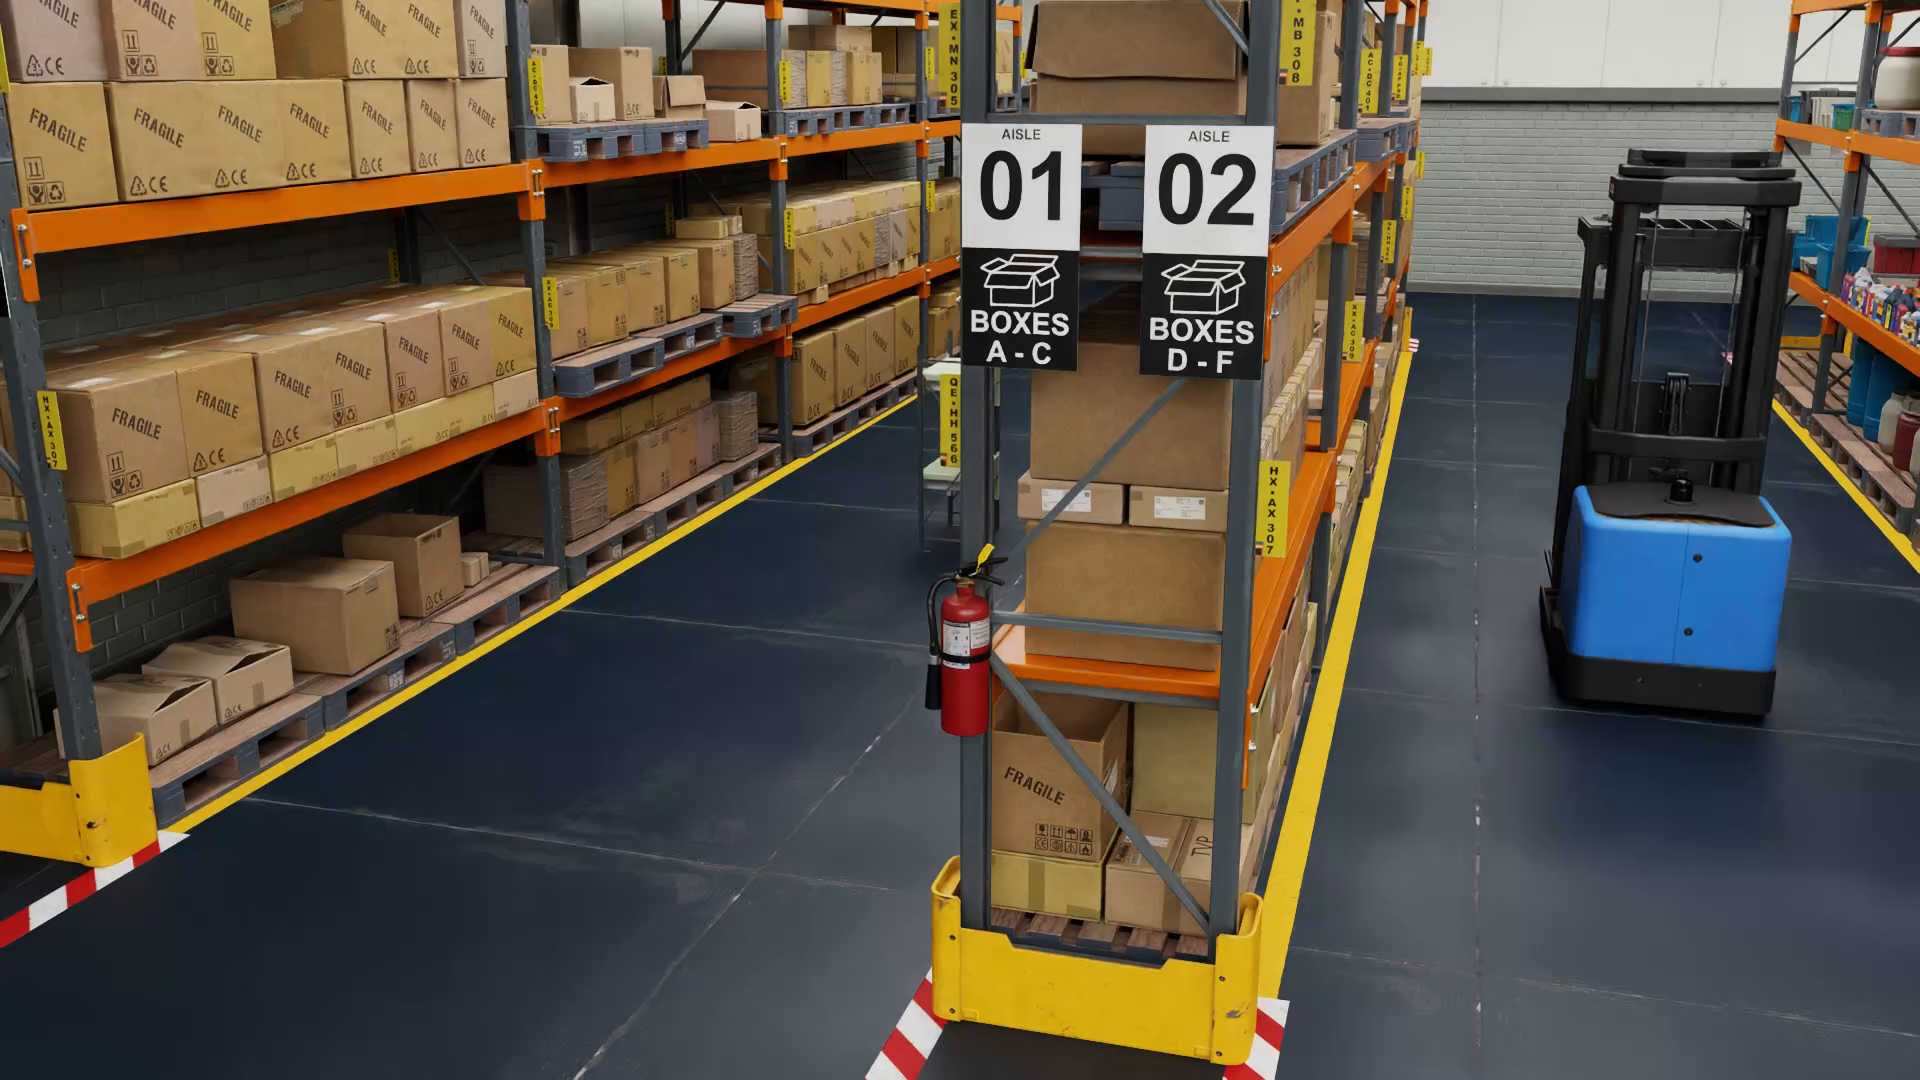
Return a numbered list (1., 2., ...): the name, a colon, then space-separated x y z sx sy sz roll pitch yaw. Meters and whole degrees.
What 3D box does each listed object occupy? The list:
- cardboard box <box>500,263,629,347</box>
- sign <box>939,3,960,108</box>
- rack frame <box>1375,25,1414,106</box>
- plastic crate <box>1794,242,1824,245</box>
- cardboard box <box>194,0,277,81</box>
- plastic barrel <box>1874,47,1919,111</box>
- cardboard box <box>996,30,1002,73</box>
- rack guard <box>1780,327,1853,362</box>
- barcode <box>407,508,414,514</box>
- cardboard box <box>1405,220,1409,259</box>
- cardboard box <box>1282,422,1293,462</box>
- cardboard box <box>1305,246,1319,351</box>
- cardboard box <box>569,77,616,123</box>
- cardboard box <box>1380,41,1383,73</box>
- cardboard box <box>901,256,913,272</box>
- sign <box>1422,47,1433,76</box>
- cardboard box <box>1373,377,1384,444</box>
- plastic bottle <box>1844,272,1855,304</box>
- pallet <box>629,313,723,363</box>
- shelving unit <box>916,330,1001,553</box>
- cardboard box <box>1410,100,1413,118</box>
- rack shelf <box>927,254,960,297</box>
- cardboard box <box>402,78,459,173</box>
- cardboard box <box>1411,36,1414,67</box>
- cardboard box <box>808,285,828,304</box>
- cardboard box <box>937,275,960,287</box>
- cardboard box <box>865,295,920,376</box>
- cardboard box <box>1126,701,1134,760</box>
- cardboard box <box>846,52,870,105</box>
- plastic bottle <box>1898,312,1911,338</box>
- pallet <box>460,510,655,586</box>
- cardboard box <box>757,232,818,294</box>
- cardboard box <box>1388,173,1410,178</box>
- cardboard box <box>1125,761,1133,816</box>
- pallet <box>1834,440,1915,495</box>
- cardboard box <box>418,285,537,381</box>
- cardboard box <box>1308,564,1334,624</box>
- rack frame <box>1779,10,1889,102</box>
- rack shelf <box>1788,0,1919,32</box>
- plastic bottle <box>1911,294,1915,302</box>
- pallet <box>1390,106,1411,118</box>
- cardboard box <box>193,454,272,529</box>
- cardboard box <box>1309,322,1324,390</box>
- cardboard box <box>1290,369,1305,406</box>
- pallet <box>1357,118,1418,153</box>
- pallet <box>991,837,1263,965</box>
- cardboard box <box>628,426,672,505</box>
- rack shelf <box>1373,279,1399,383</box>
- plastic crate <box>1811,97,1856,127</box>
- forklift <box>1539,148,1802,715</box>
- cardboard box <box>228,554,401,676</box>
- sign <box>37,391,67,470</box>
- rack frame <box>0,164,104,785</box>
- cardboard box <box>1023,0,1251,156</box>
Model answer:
1. cardboard box: -2.774 -1.658 11.688 0.700 0.500 0.500 6 17 22
2. sign: -0.020 -1.569 5.389 0.100 0.325 0.005 5 16 16
3. rack frame: 3.907 -5.718 15.997 1.000 3.000 0.127 5 16 16
4. plastic crate: 9.031 -3.058 17.810 0.416 0.233 0.300 5 16 16
5. cardboard box: -3.586 -2.401 7.750 0.500 0.500 0.500 5 17 17
6. plastic barrel: 8.265 -4.039 14.556 0.433 0.535 0.433 0 16 0
7. cardboard box: 0.194 -5.901 20.086 0.500 0.500 0.500 5 17 18
8. rack guard: 9.786 -2.298 19.515 1.175 0.500 0.348 5 16 16
9. barcode: -3.501 -0.162 10.593 0.001 0.075 0.075 5 16 16
10. cardboard box: 4.743 -3.390 18.601 0.500 0.500 0.500 4 16 15
11. cardboard box: 1.223 -0.401 8.062 0.700 0.500 0.500 5 17 17
12. cardboard box: 1.513 -1.294 8.835 0.700 0.500 0.500 5 17 16
13. cardboard box: -2.710 -3.022 11.384 0.500 0.311 0.500 5 17 18
14. cardboard box: 3.693 -4.447 15.878 0.600 0.600 0.600 3 16 11
15. cardboard box: -0.718 -2.925 17.570 0.380 0.149 0.250 5 17 17
16. sign: 5.570 -5.699 19.805 0.100 0.325 0.005 5 16 16
17. cardboard box: 3.464 -1.160 14.695 0.500 0.500 0.500 4 16 15
18. plastic bottle: 8.104 -2.293 15.130 0.061 0.283 0.133 5 16 16
19. pallet: -2.504 -1.555 12.666 1.003 0.211 1.213 5 16 16
20. shelving unit: -0.002 -0.720 12.119 0.431 1.500 0.755 5 16 16
21. cardboard box: 4.428 -4.441 17.268 0.500 0.250 0.500 5 16 16
22. rack shelf: -0.276 -3.392 20.110 1.077 0.370 4.000 5 16 16
23. cardboard box: -3.180 -2.340 9.366 0.500 0.500 0.500 3 16 11
24. cardboard box: 4.422 -5.185 17.601 0.700 0.500 0.500 5 16 16
25. cardboard box: -1.428 -2.254 15.201 0.380 0.149 0.250 5 17 18
26. cardboard box: -0.181 -3.232 20.850 0.380 0.149 0.250 5 17 16
27. cardboard box: -0.904 -2.203 17.768 0.750 0.750 0.750 5 17 17
28. cardboard box: 0.634 0.642 7.465 0.500 0.500 0.500 5 16 16
29. cardboard box: -1.295 -4.545 16.371 0.700 0.500 0.500 4 16 15
30. plastic bottle: 7.533 -1.711 13.228 0.097 0.201 0.097 0 16 0
31. pallet: -2.898 0.016 11.887 1.003 0.211 1.213 5 16 16
32. cardboard box: -1.597 -2.476 14.798 0.500 0.500 0.500 5 17 18
33. cardboard box: 4.456 -3.597 17.500 0.500 0.500 0.500 4 16 14
34. cardboard box: 0.496 1.134 7.105 0.500 0.250 0.500 5 16 16
35. pallet: 8.051 -0.586 14.010 1.003 0.211 1.213 5 16 16
36. cardboard box: -2.955 -1.272 10.183 0.500 0.500 0.500 5 16 16
37. cardboard box: 1.985 0.296 10.059 0.500 0.250 0.500 4 16 15
38. rack frame: 9.791 -6.379 18.329 1.000 3.000 0.127 5 16 16
39. rack shelf: 9.223 -5.318 16.637 1.077 0.370 4.000 5 16 16
40. plastic bottle: 7.852 -1.900 13.767 0.097 0.271 0.097 0 16 0
41. pallet: 3.654 -4.019 15.850 1.213 0.211 1.003 5 16 16
42. cardboard box: -3.677 -0.253 7.962 0.500 0.250 0.500 4 16 14
43. cardboard box: 2.017 -1.124 10.613 0.500 0.500 0.500 6 17 20
44. cardboard box: 1.470 -0.745 8.087 0.380 0.149 0.250 5 16 16
45. pallet: 2.663 -2.953 12.093 1.213 0.211 1.003 5 17 18
46. pallet: 0.674 1.446 6.845 1.003 0.211 1.213 5 16 16
47. cardboard box: -2.642 -0.594 12.702 0.700 0.500 0.500 5 17 17
48. rack shelf: 3.338 -1.962 15.069 1.077 0.370 4.000 5 16 16
49. plastic crate: 8.866 -4.323 16.795 0.437 0.282 0.530 5 16 16
50. forklift: 4.201 -0.845 9.936 1.130 2.935 3.031 4 16 15
51. cardboard box: -3.553 0.404 9.182 0.700 0.500 0.500 4 16 12
52. sign: -3.734 -0.450 6.832 0.100 0.325 0.005 5 16 16
53. rack frame: -4.254 -0.075 7.098 1.000 3.000 0.127 5 16 16
54. cardboard box: 0.664 -1.604 5.776 0.797 0.503 0.637 6 17 20
